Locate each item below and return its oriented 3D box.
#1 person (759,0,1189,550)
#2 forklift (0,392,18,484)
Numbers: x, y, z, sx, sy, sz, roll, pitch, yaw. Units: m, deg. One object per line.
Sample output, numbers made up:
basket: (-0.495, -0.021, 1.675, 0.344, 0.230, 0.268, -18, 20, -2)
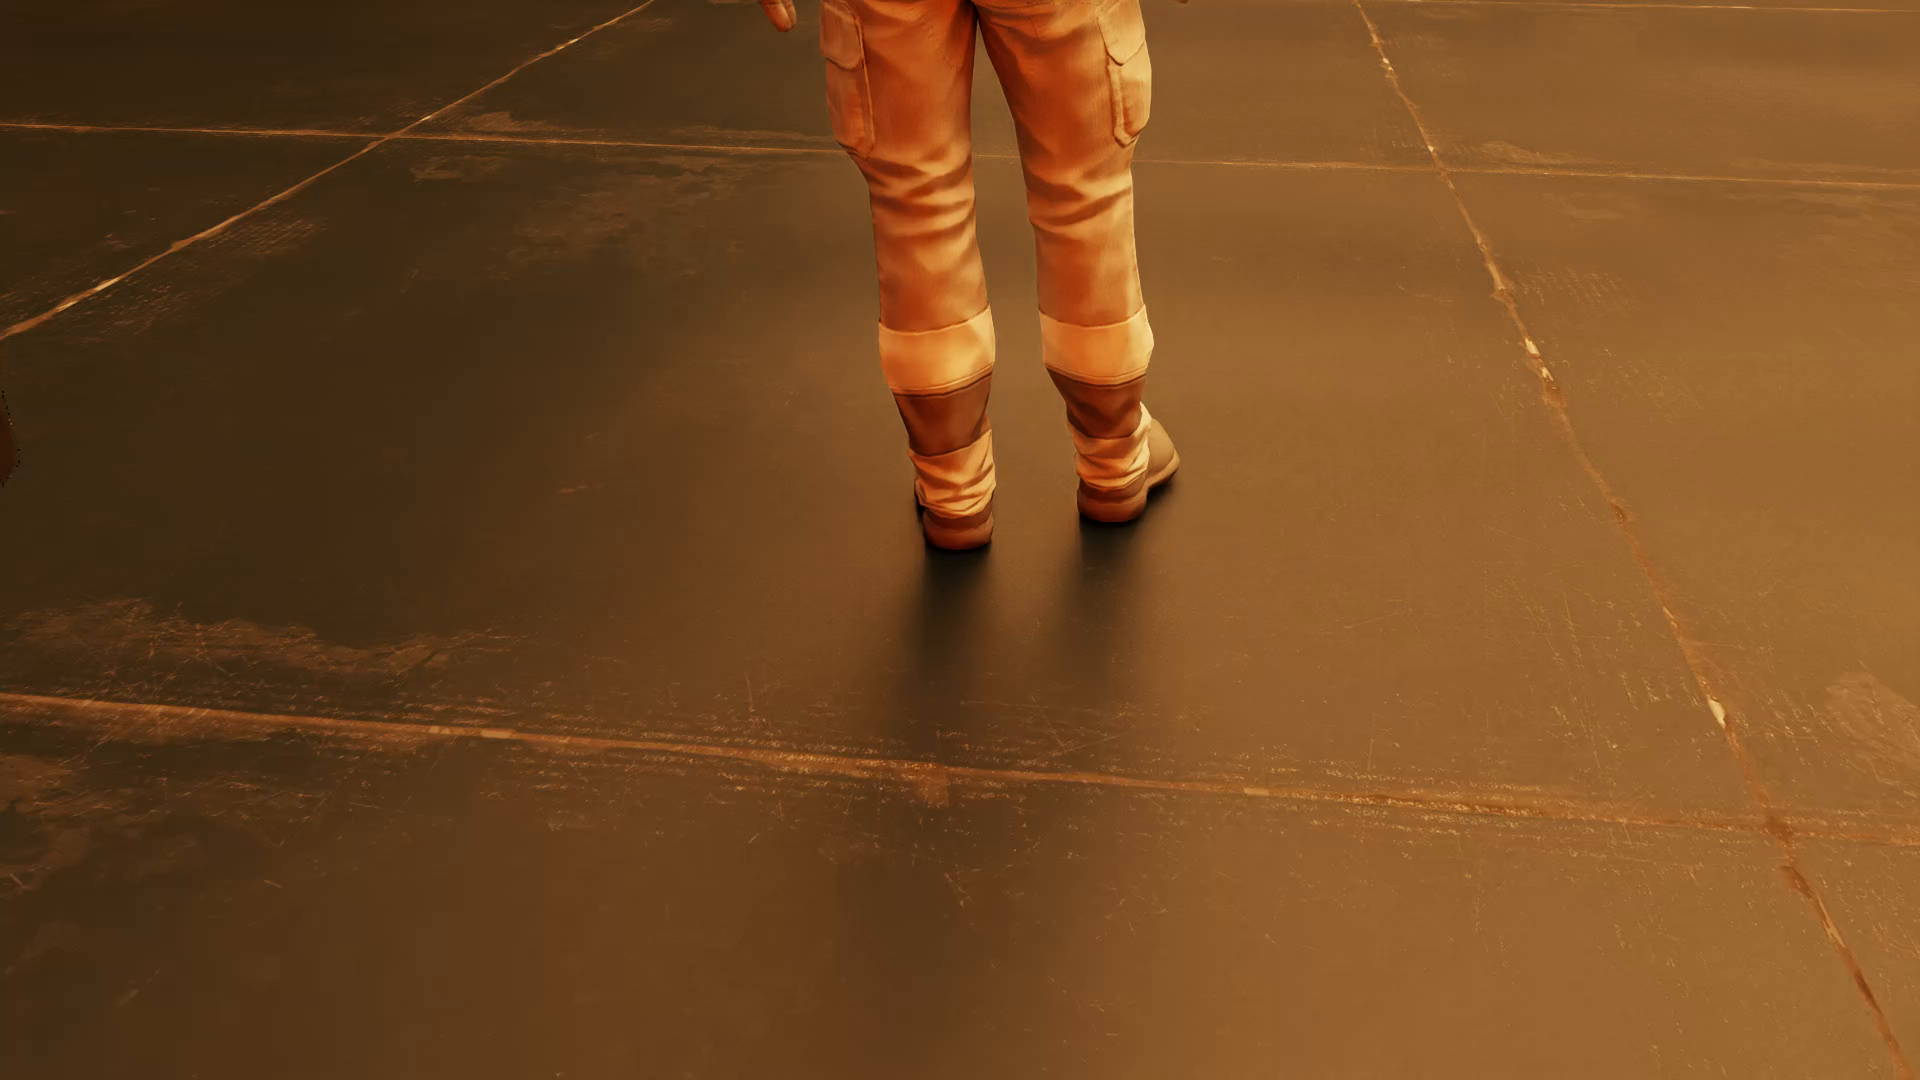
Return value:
person: (0.022, -0.842, 2.168, 0.638, 1.787, 0.562, 3, 27, 7)
forklift: (-2.875, -1.057, 1.336, 3.031, 2.935, 1.130, -5, 27, -9)
